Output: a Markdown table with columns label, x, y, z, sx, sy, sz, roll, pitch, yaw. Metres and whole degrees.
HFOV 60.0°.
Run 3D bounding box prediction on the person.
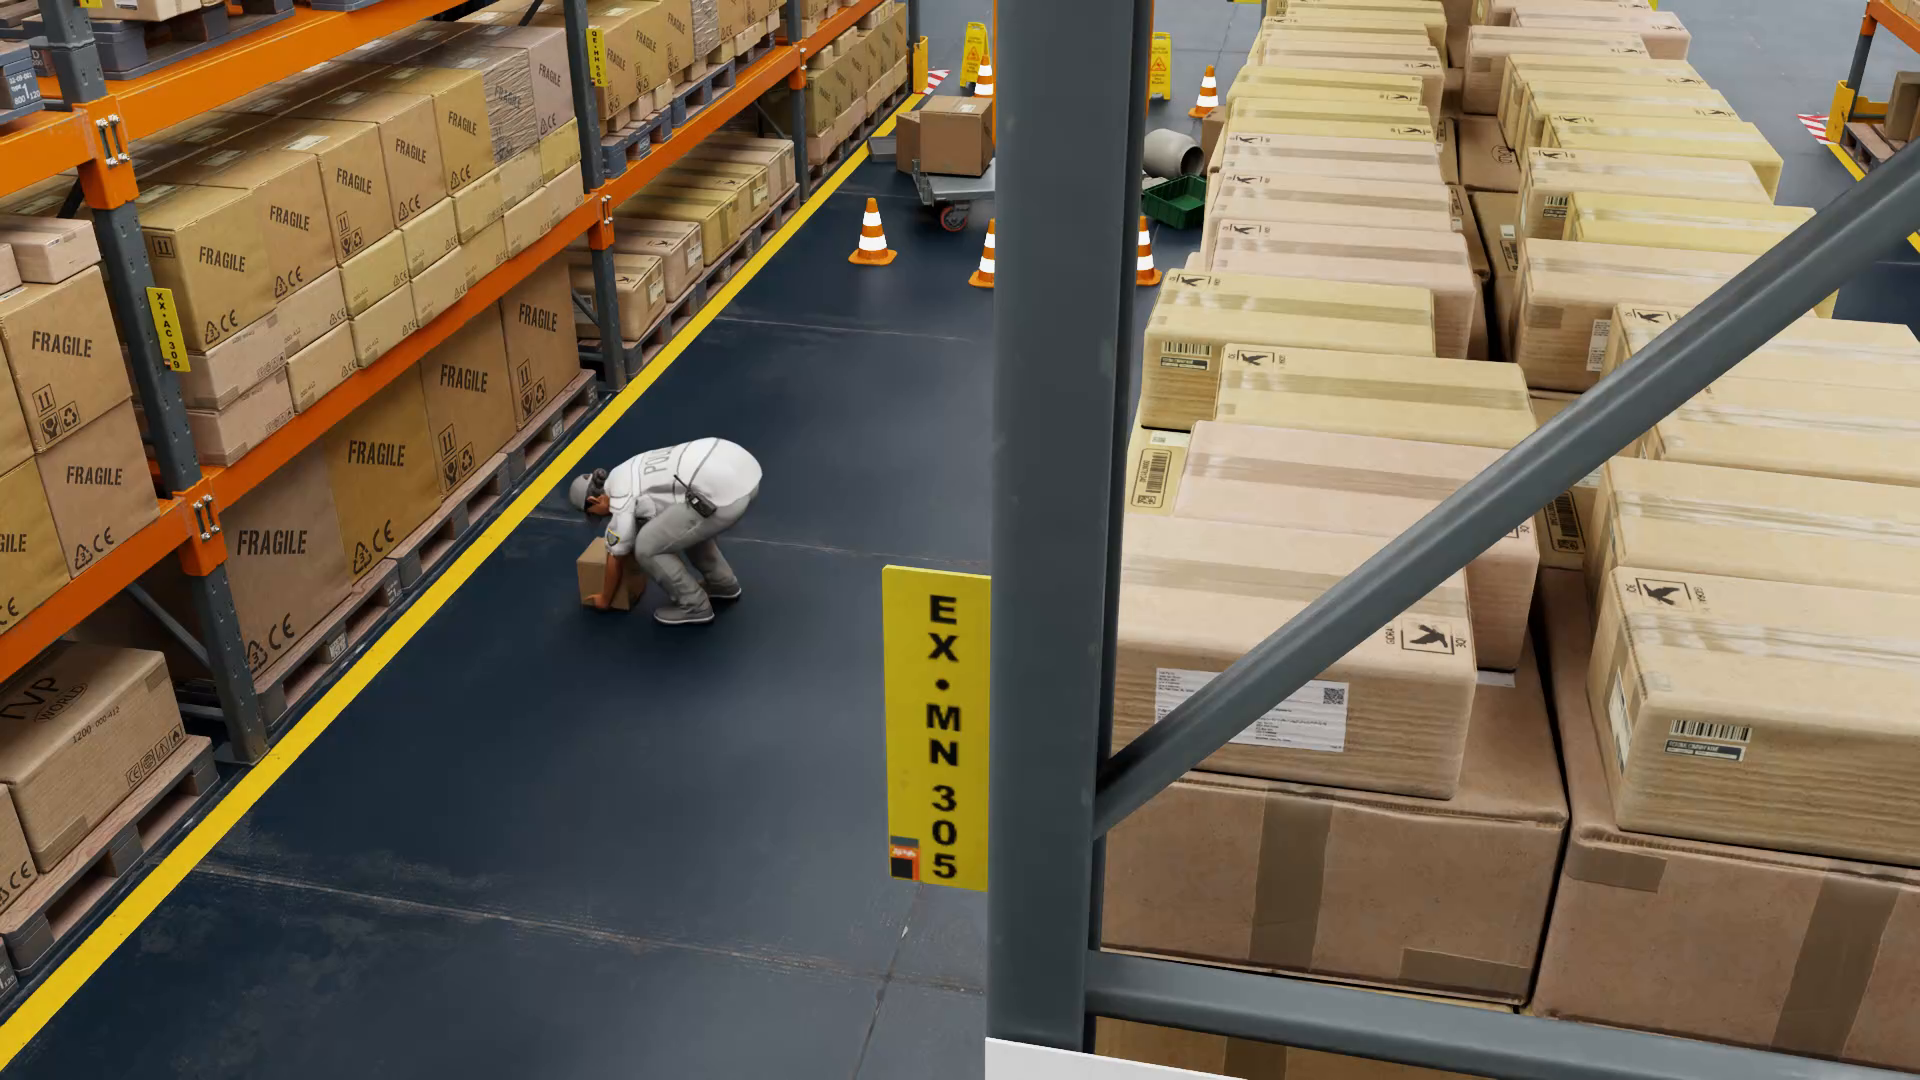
| label | x | y | z | sx | sy | sz | roll | pitch | yaw |
| --- | --- | --- | --- | --- | --- | --- | --- | --- | --- |
| person | -1.417 | -0.060 | 8.037 | 0.936 | 0.887 | 0.508 | 5 | 29 | 8 |
